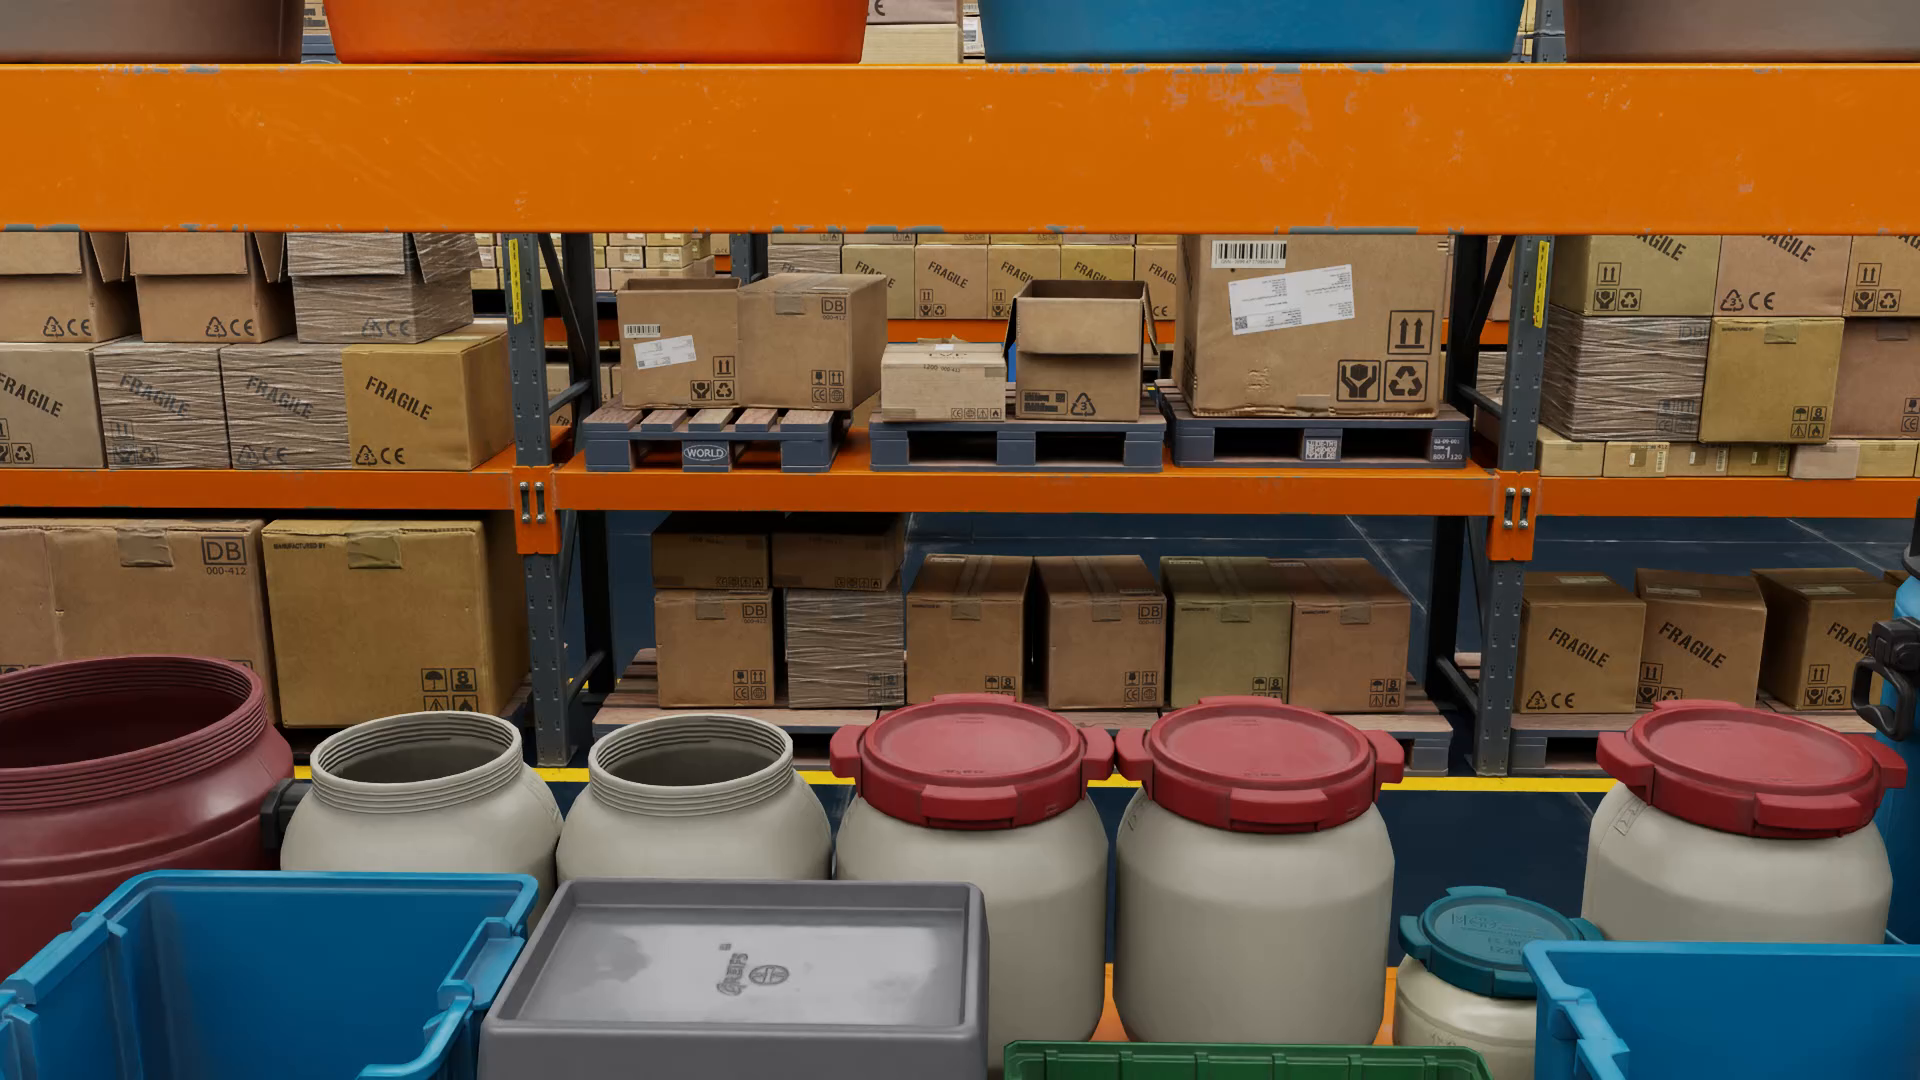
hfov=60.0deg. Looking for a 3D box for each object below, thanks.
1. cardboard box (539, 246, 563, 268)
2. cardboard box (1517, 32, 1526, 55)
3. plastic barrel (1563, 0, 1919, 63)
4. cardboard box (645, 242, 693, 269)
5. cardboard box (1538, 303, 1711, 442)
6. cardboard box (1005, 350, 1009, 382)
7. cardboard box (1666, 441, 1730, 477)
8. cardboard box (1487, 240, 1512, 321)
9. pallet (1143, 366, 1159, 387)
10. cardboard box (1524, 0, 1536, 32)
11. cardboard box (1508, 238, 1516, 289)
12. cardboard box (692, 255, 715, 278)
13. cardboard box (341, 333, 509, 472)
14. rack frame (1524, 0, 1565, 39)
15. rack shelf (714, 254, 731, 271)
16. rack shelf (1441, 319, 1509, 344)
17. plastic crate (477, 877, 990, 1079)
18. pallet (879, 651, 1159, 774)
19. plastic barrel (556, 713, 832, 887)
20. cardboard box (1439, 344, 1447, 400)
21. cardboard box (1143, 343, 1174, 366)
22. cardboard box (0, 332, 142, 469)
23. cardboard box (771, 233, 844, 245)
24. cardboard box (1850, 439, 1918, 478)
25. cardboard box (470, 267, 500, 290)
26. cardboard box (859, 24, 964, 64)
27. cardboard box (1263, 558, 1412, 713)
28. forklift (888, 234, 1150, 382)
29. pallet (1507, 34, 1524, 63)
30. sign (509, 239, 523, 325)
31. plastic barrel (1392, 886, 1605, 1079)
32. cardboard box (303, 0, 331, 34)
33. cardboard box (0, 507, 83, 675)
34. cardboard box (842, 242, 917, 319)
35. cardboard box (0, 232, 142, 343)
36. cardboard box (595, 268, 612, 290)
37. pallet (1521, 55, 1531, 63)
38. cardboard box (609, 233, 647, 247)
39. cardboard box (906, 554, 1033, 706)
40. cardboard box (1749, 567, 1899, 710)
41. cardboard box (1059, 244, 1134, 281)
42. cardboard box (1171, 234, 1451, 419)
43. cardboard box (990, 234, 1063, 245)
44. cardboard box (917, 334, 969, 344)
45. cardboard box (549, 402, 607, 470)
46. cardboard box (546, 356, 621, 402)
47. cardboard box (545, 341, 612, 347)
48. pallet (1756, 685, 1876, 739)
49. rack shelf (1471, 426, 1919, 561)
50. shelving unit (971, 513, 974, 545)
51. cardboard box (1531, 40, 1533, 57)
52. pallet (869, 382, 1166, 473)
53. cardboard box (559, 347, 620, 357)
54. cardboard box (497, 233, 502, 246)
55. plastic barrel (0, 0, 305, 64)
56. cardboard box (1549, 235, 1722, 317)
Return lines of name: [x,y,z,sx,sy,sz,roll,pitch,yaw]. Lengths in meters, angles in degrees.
cardboard box: [-2.795,-1.979,11.548,0.250,0.149,0.380,0,15,2]
cardboard box: [3.603,-3.323,11.148,0.250,0.149,0.380,0,15,1]
plastic barrel: [0.967,-0.954,1.714,0.600,0.901,0.600,0,15,0]
cardboard box: [-2.015,-1.975,11.532,0.250,0.149,0.380,1,15,3]
cardboard box: [2.710,-0.746,7.008,0.500,0.500,0.875,0,15,1]
cardboard box: [-0.029,-0.946,12.133,0.750,0.750,1.050,1,15,2]
cardboard box: [2.969,-0.373,6.867,0.250,0.149,0.380,0,15,1]
cardboard box: [3.946,-1.878,11.785,0.550,0.550,0.875,0,15,1]
pallet: [1.736,-1.756,17.082,1.213,0.211,1.003,0,15,1]
cardboard box: [3.980,-3.529,11.148,0.500,0.250,0.500,0,15,1]
cardboard box: [2.718,-1.315,7.206,0.500,0.500,0.500,0,15,1]
cardboard box: [-1.952,-1.999,12.204,0.250,0.149,0.380,0,15,1]
cardboard box: [-2.237,-0.587,6.988,0.500,0.500,0.500,1,15,3]
rack frame: [2.262,-3.473,6.364,0.127,3.000,1.000,0,15,1]
rack shelf: [-3.483,-2.791,16.948,4.000,0.370,1.077,0,15,1]
rack shelf: [4.489,-1.476,11.963,4.000,0.370,1.077,0,15,1]
plastic crate: [-0.256,0.722,2.097,0.583,0.464,0.402,0,15,1]
pallet: [0.260,0.764,7.530,1.213,0.211,1.003,0,15,1]
plastic barrel: [-0.409,0.566,2.597,0.421,0.512,0.421,0,15,0]
cardboard box: [3.116,-0.990,12.055,0.875,0.875,0.875,1,15,2]
cardboard box: [1.990,-2.035,17.000,0.625,0.372,0.950,1,15,2]
cardboard box: [-3.763,-0.598,7.029,0.500,0.500,0.500,1,15,2]
cardboard box: [-1.061,-2.389,11.859,0.500,0.500,0.700,0,15,1]
cardboard box: [3.719,-0.371,6.858,0.250,0.149,0.380,0,15,1]
cardboard box: [-3.296,-1.840,11.603,0.250,0.149,0.380,1,15,3]
cardboard box: [-0.247,-1.904,6.590,0.500,0.250,0.500,1,15,3]
cardboard box: [1.648,0.414,7.428,0.500,0.500,0.700,-1,15,-3]
forklift: [0.501,-2.545,14.740,3.031,2.935,1.130,-14,20,-43]
pallet: [1.647,-1.963,6.889,1.003,0.211,1.213,0,15,1]
sign: [-1.748,-1.017,6.544,0.005,0.325,0.100,0,15,1]
plastic barrel: [0.816,0.710,2.540,0.301,0.262,0.301,0,15,0]
cardboard box: [-2.349,-2.287,6.724,0.637,0.503,0.797,1,15,5]
cardboard box: [-4.202,0.205,7.526,0.875,0.875,1.225,0,15,-1]
cardboard box: [-0.559,-1.837,11.725,0.500,0.500,0.500,0,15,1]
cardboard box: [-3.790,-1.148,7.150,0.637,0.503,0.797,1,15,3]
cardboard box: [-2.520,-1.834,11.580,0.250,0.149,0.380,1,15,2]
pallet: [3.307,-3.236,11.519,1.213,0.211,1.003,0,15,1]
cardboard box: [-2.262,-2.120,11.500,0.250,0.149,0.380,0,15,1]
cardboard box: [0.055,0.399,7.485,0.500,0.500,0.700,2,15,6]
cardboard box: [3.856,0.432,7.400,0.500,0.500,0.500,-1,15,-4]
cardboard box: [0.950,-1.827,11.688,0.500,0.500,0.500,1,15,2]
cardboard box: [1.471,-1.106,7.154,1.000,1.000,1.000,0,15,2]
cardboard box: [0.469,-2.380,11.825,0.500,0.500,0.700,0,15,1]
cardboard box: [-0.063,-0.794,7.411,0.258,0.266,0.396,0,15,0]
cardboard box: [-2.693,-0.799,12.065,0.500,0.500,0.500,1,15,4]
cardboard box: [-2.705,-1.158,11.955,0.500,0.250,0.500,1,15,2]
cardboard box: [-3.958,-2.340,17.170,0.875,0.875,0.875,1,15,3]
pallet: [4.157,0.779,7.475,1.213,0.211,1.003,0,15,1]
rack shelf: [4.261,-0.211,7.172,4.000,0.370,1.077,0,15,1]
shelving unit: [-0.165,-0.581,10.691,0.503,1.200,0.258,0,15,1]
cardboard box: [2.724,-2.014,7.007,0.500,0.250,0.500,1,15,4]
pallet: [0.243,-0.503,7.243,1.213,0.211,1.003,0,15,1]
cardboard box: [-2.700,-1.289,12.453,0.500,0.250,0.500,0,15,1]
cardboard box: [-3.032,-2.126,11.521,0.250,0.149,0.380,0,15,1]
plastic barrel: [-1.048,-0.967,1.764,0.600,0.901,0.600,0,15,0]
cardboard box: [2.705,-1.180,6.694,0.500,0.500,0.500,0,15,1]
